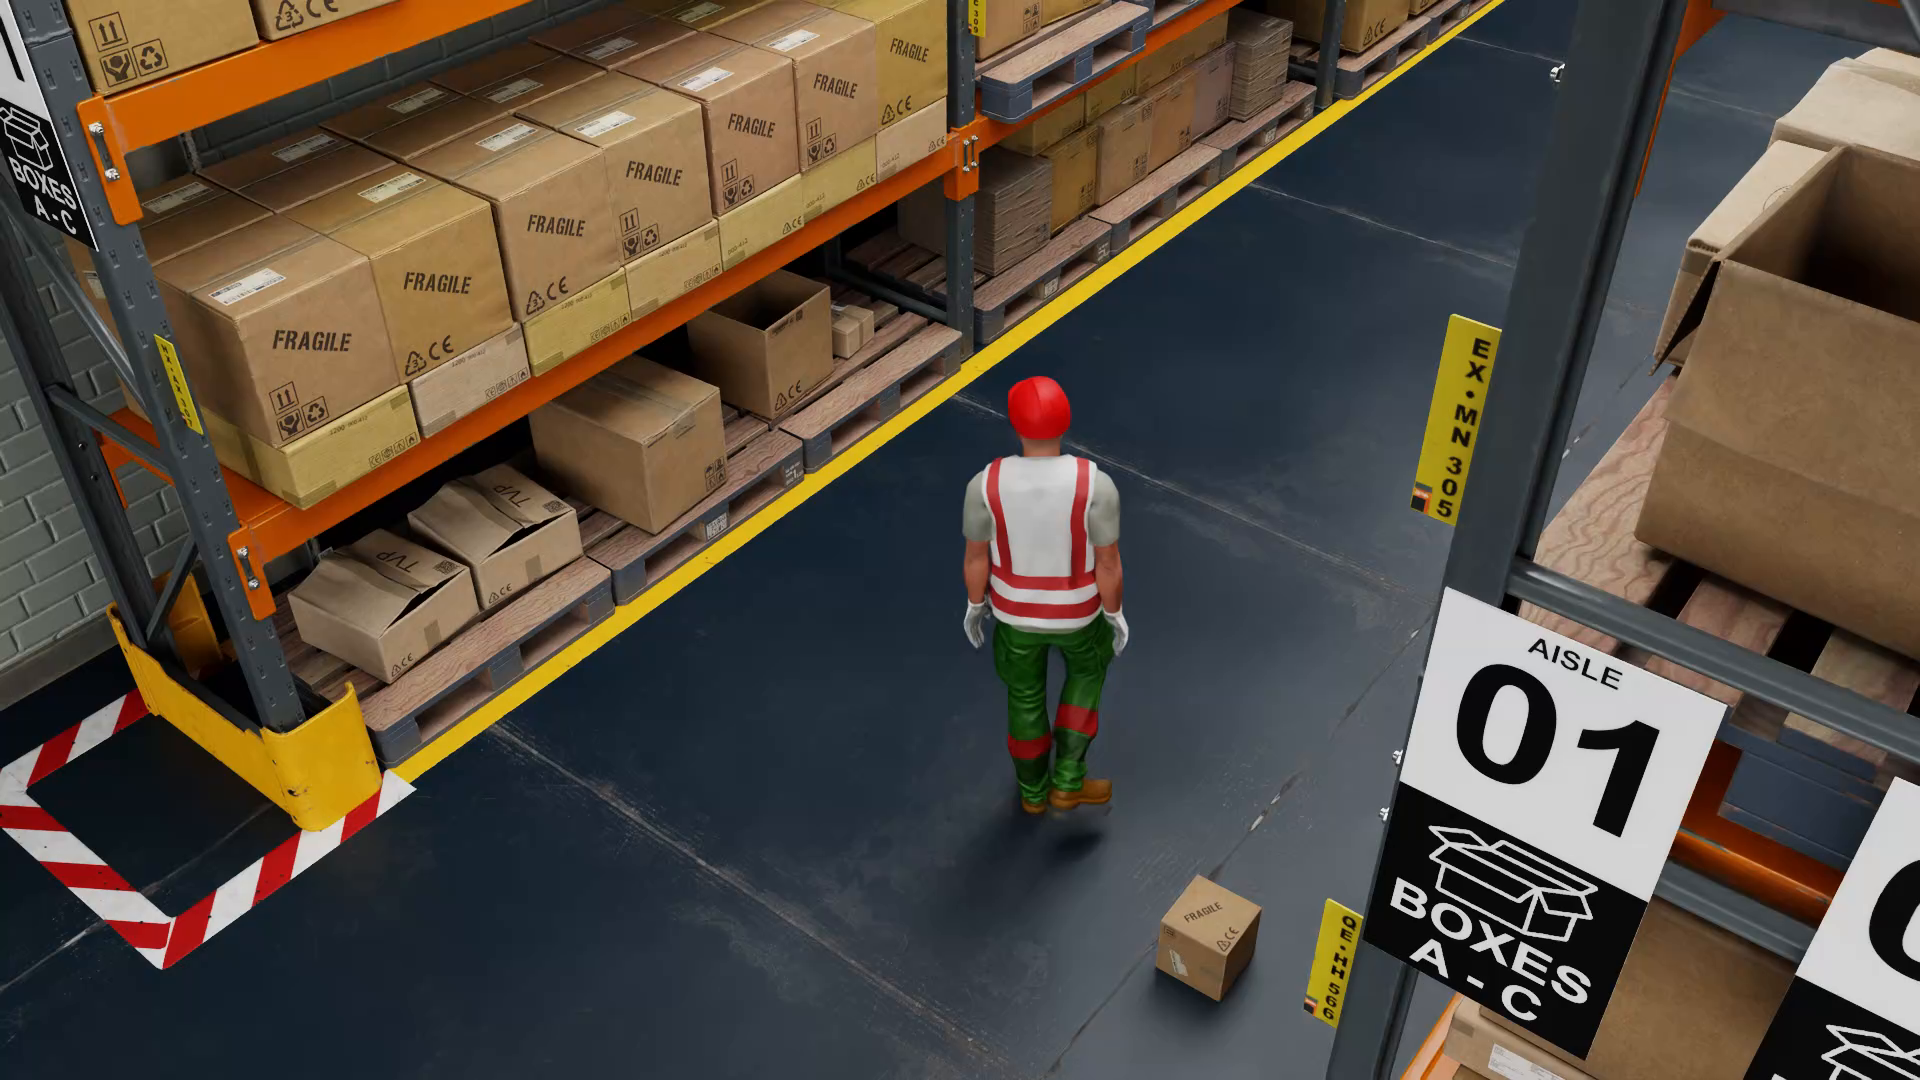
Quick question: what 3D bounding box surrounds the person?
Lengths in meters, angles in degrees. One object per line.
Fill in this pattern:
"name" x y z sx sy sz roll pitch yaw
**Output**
"person" 0.297 0.258 5.798 0.588 1.779 0.546 4 39 5
